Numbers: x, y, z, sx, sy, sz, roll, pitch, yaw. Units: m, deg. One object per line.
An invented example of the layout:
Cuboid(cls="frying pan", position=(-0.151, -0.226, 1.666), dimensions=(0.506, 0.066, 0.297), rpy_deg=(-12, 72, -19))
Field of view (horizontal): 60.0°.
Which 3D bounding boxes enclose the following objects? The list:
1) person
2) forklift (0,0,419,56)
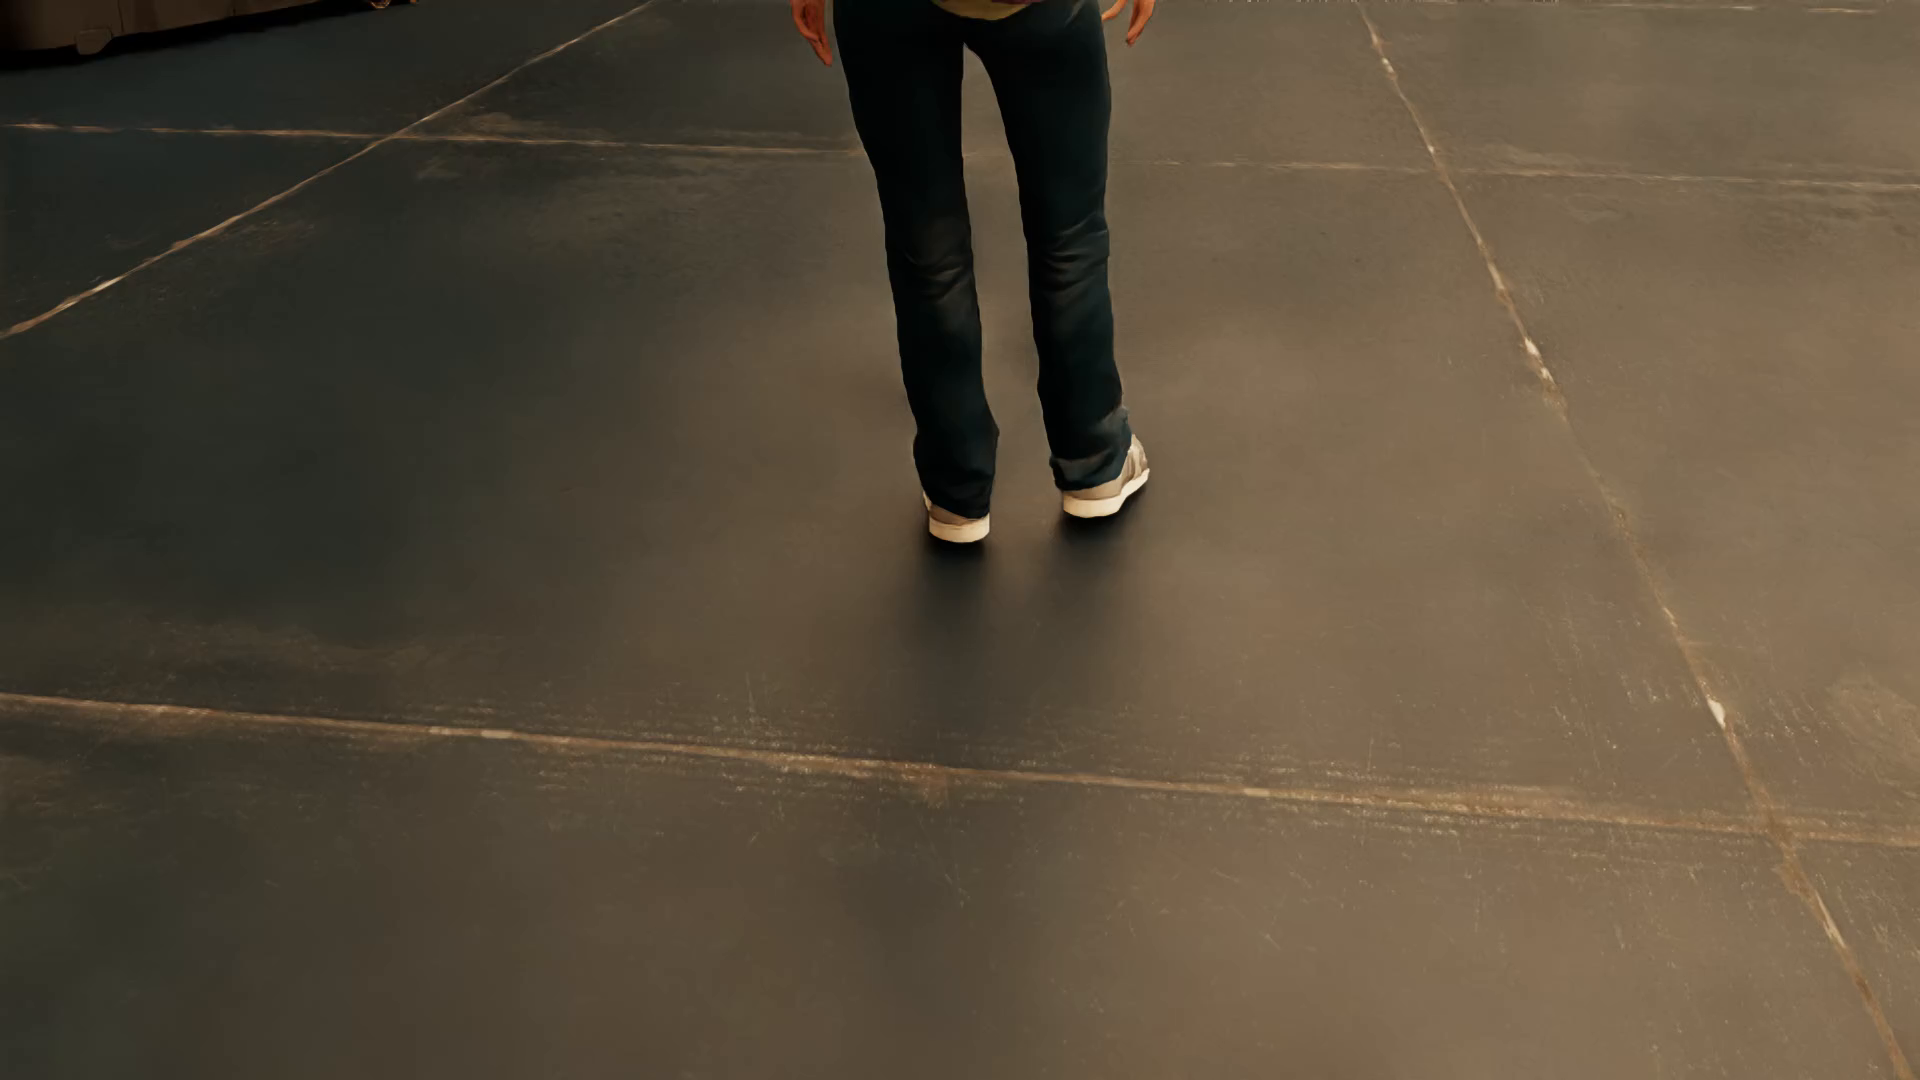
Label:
Cuboid(cls="person", position=(0.023, -0.753, 2.204), dimensions=(0.520, 1.597, 0.474), rpy_deg=(3, 27, 7))
Cuboid(cls="forklift", position=(-2.936, -3.615, 6.463), dimensions=(1.130, 2.935, 3.031), rpy_deg=(13, 29, 24))
